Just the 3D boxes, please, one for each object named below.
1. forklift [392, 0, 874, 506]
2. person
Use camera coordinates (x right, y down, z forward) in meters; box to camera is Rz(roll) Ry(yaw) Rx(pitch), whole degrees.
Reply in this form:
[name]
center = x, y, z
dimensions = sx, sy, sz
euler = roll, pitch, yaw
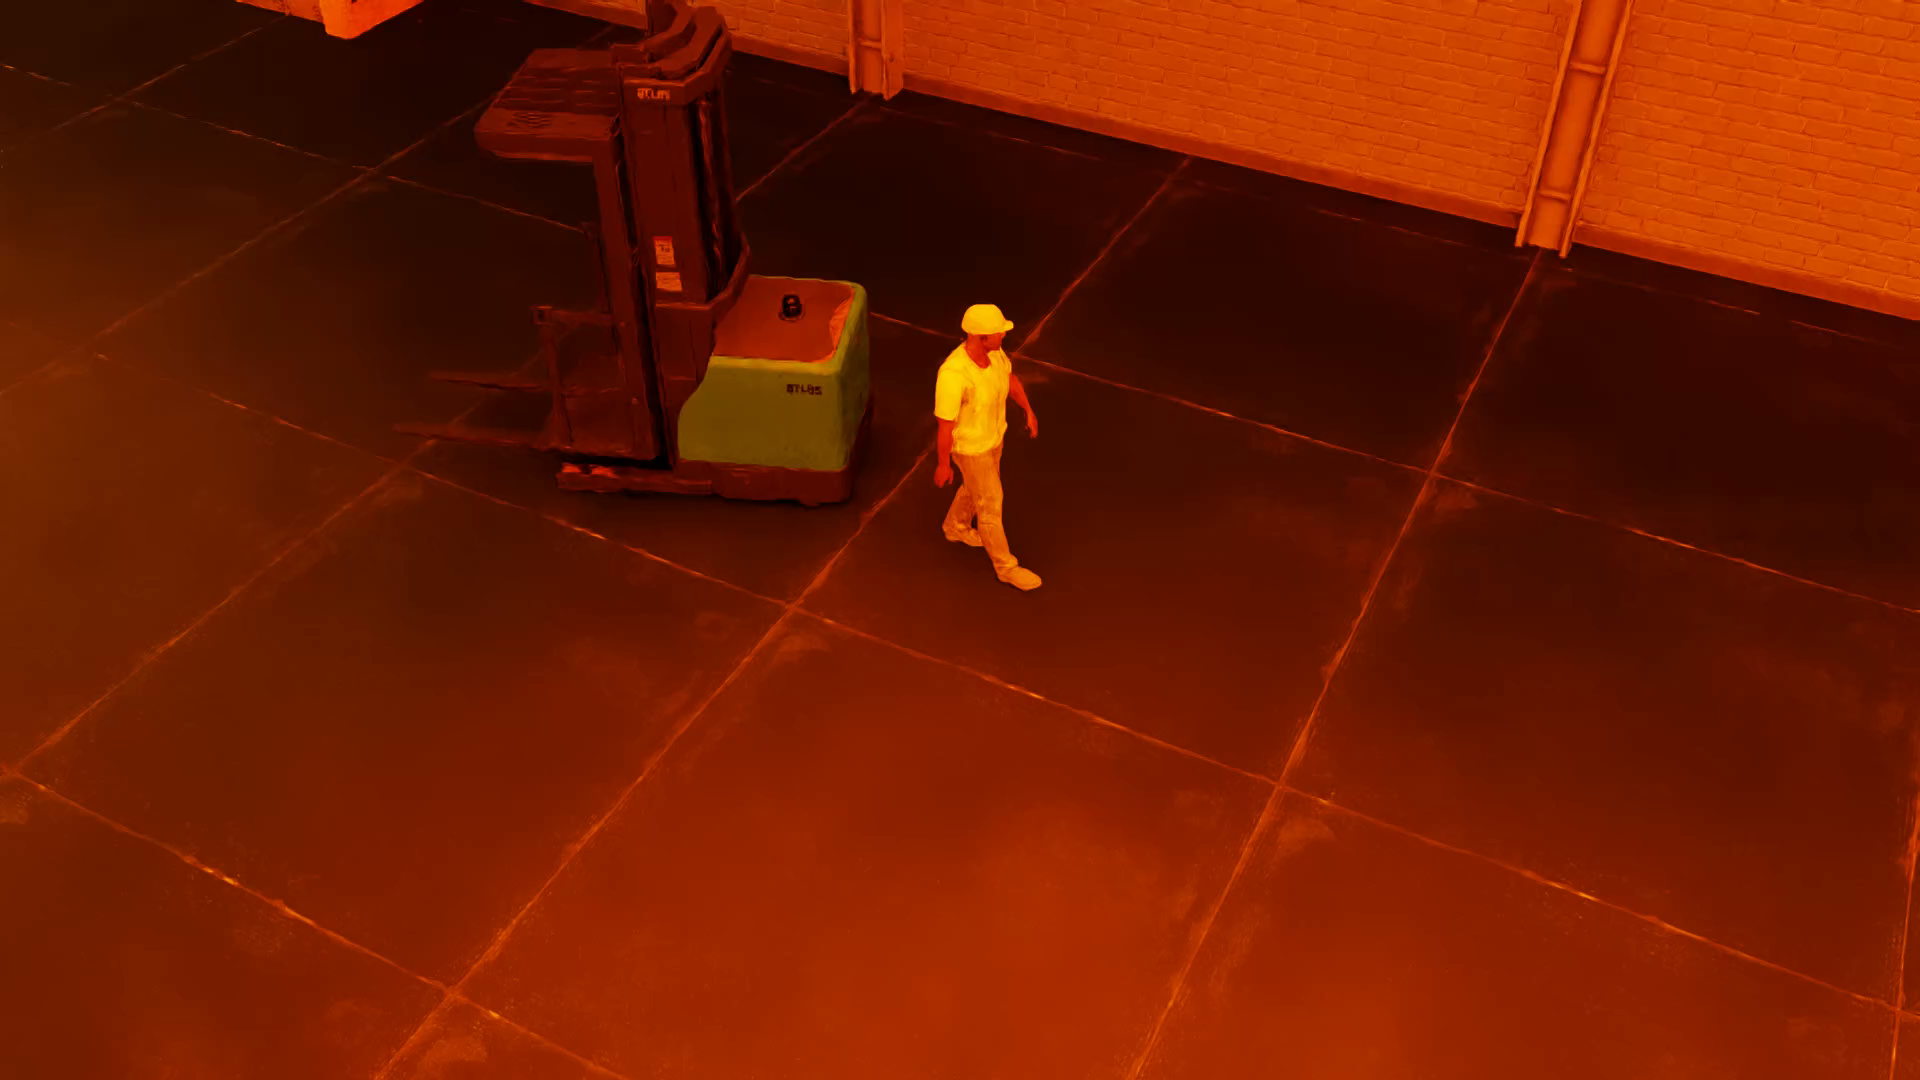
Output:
[forklift]
center = -2.134, -1.752, 10.067
dimensions = 3.031, 2.935, 1.130
euler = 5, 40, 6
[person]
center = 0.215, -0.562, 9.584
dimensions = 0.762, 1.742, 0.725
euler = 16, 43, 19
